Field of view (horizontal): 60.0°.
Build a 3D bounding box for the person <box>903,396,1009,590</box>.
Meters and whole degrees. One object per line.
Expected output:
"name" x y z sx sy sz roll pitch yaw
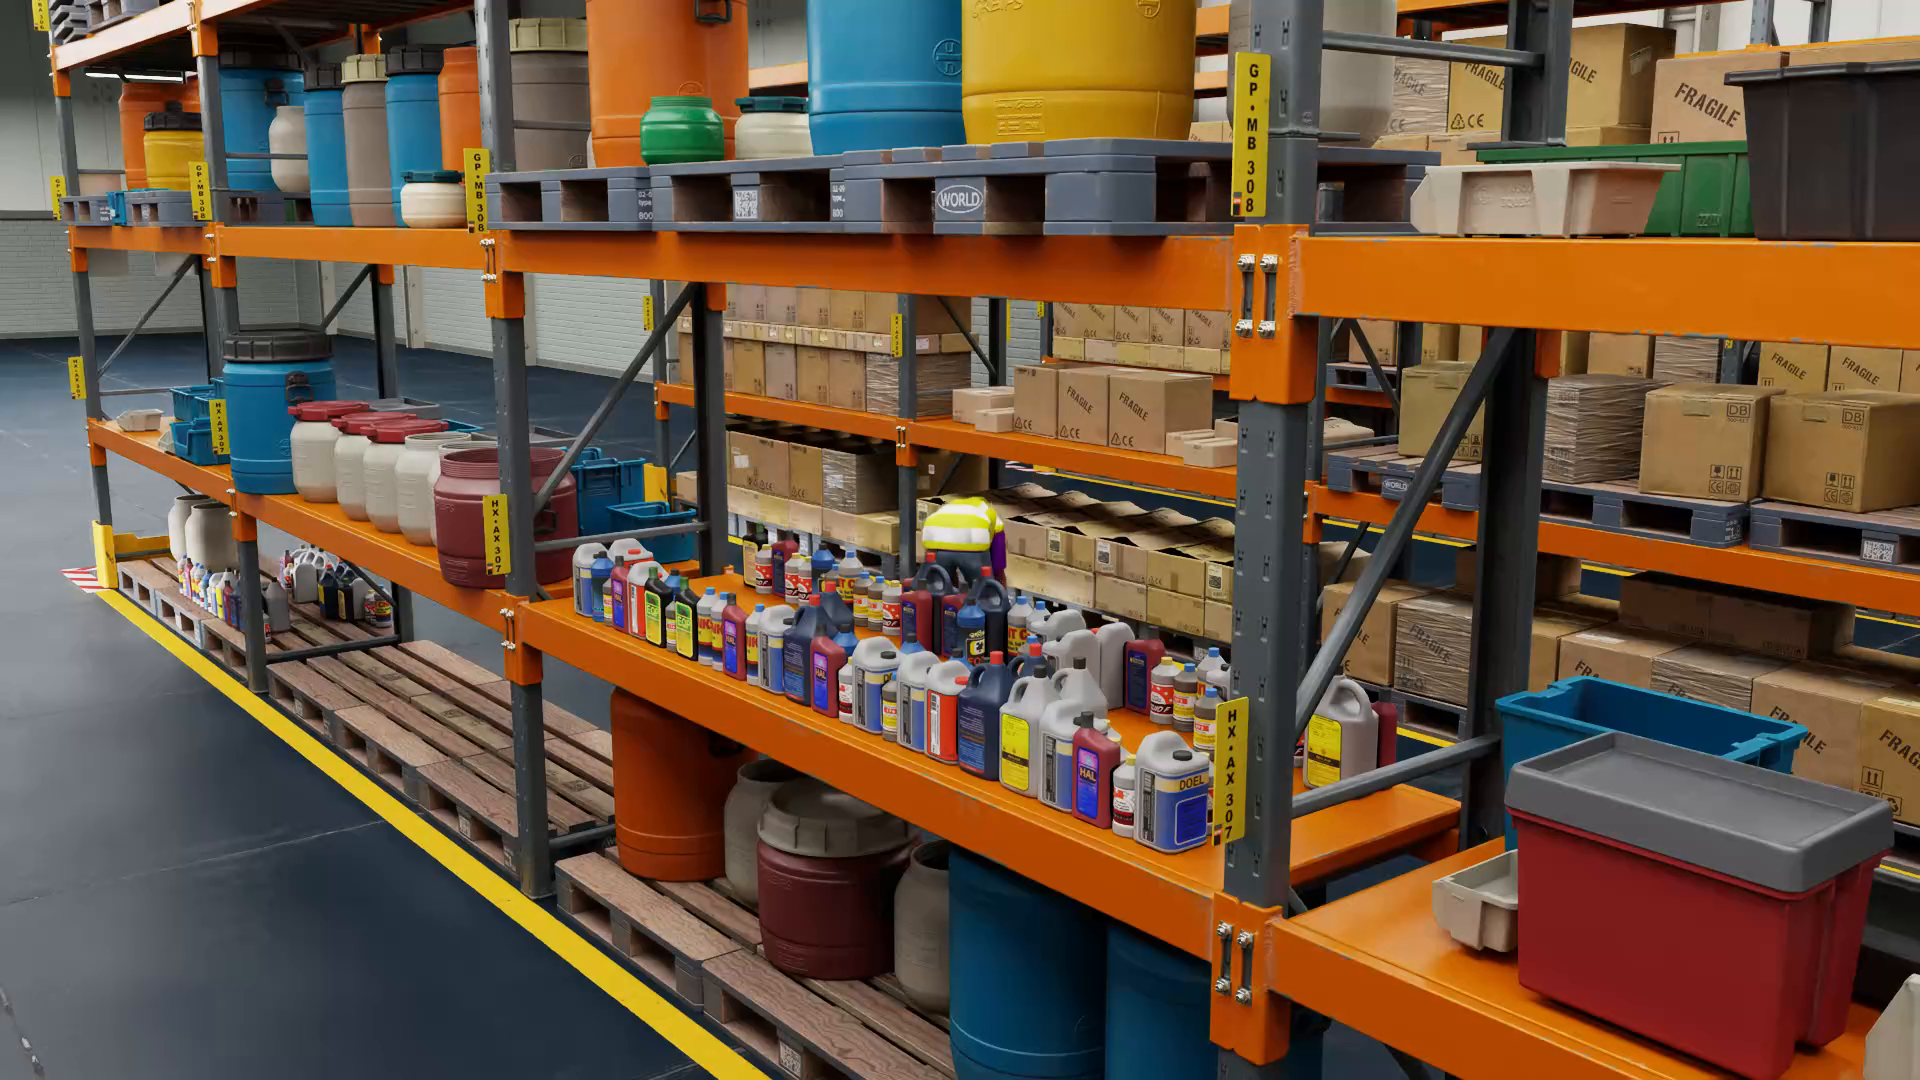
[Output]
"person" -0.006 -0.048 10.569 0.655 1.765 0.577 2 11 9
